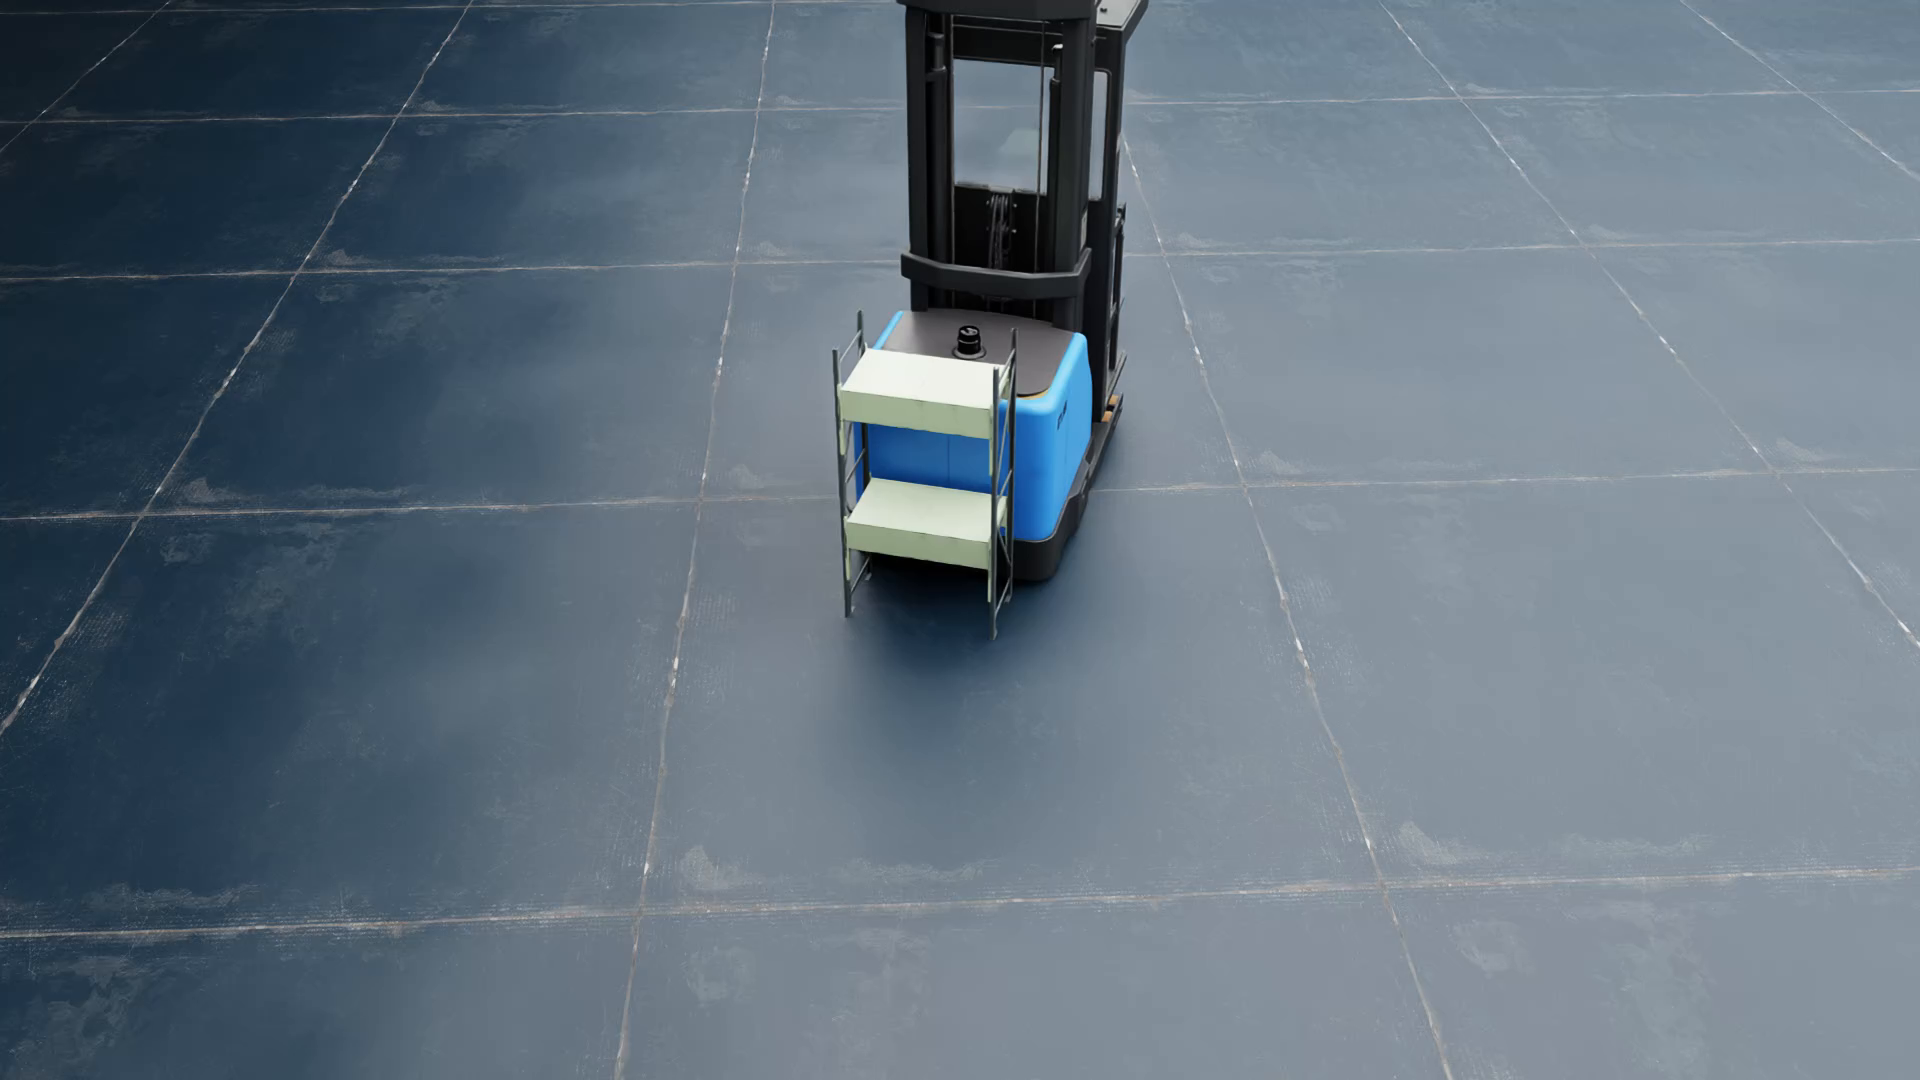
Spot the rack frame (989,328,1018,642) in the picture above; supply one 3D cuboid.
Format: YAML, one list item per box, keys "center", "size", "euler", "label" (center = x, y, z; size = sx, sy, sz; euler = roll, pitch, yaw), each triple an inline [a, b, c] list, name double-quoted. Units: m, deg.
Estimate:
- center: [0.202, -0.235, 7.808]
  size: [0.023, 1.500, 0.400]
  euler: [8, 36, 12]
  label: "rack frame"

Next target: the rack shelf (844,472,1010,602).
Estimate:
- center: [-0.152, -0.019, 8.068]
  size: [0.720, 0.370, 0.431]
  euler: [8, 36, 12]
  label: "rack shelf"

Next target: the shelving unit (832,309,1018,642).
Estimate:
- center: [-0.152, -0.287, 7.883]
  size: [0.755, 1.500, 0.431]
  euler: [8, 36, 12]
  label: "shelving unit"

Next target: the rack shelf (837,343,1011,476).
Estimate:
- center: [-0.152, -0.608, 7.661]
  size: [0.720, 0.370, 0.431]
  euler: [8, 36, 12]
  label: "rack shelf"

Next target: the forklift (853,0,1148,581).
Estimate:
- center: [0.334, -1.835, 8.862]
  size: [1.130, 2.935, 3.031]
  euler: [9, 36, 12]
  label: "forklift"

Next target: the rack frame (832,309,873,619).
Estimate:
- center: [-0.506, -0.339, 7.958]
  size: [0.023, 1.500, 0.400]
  euler: [8, 36, 12]
  label: "rack frame"
